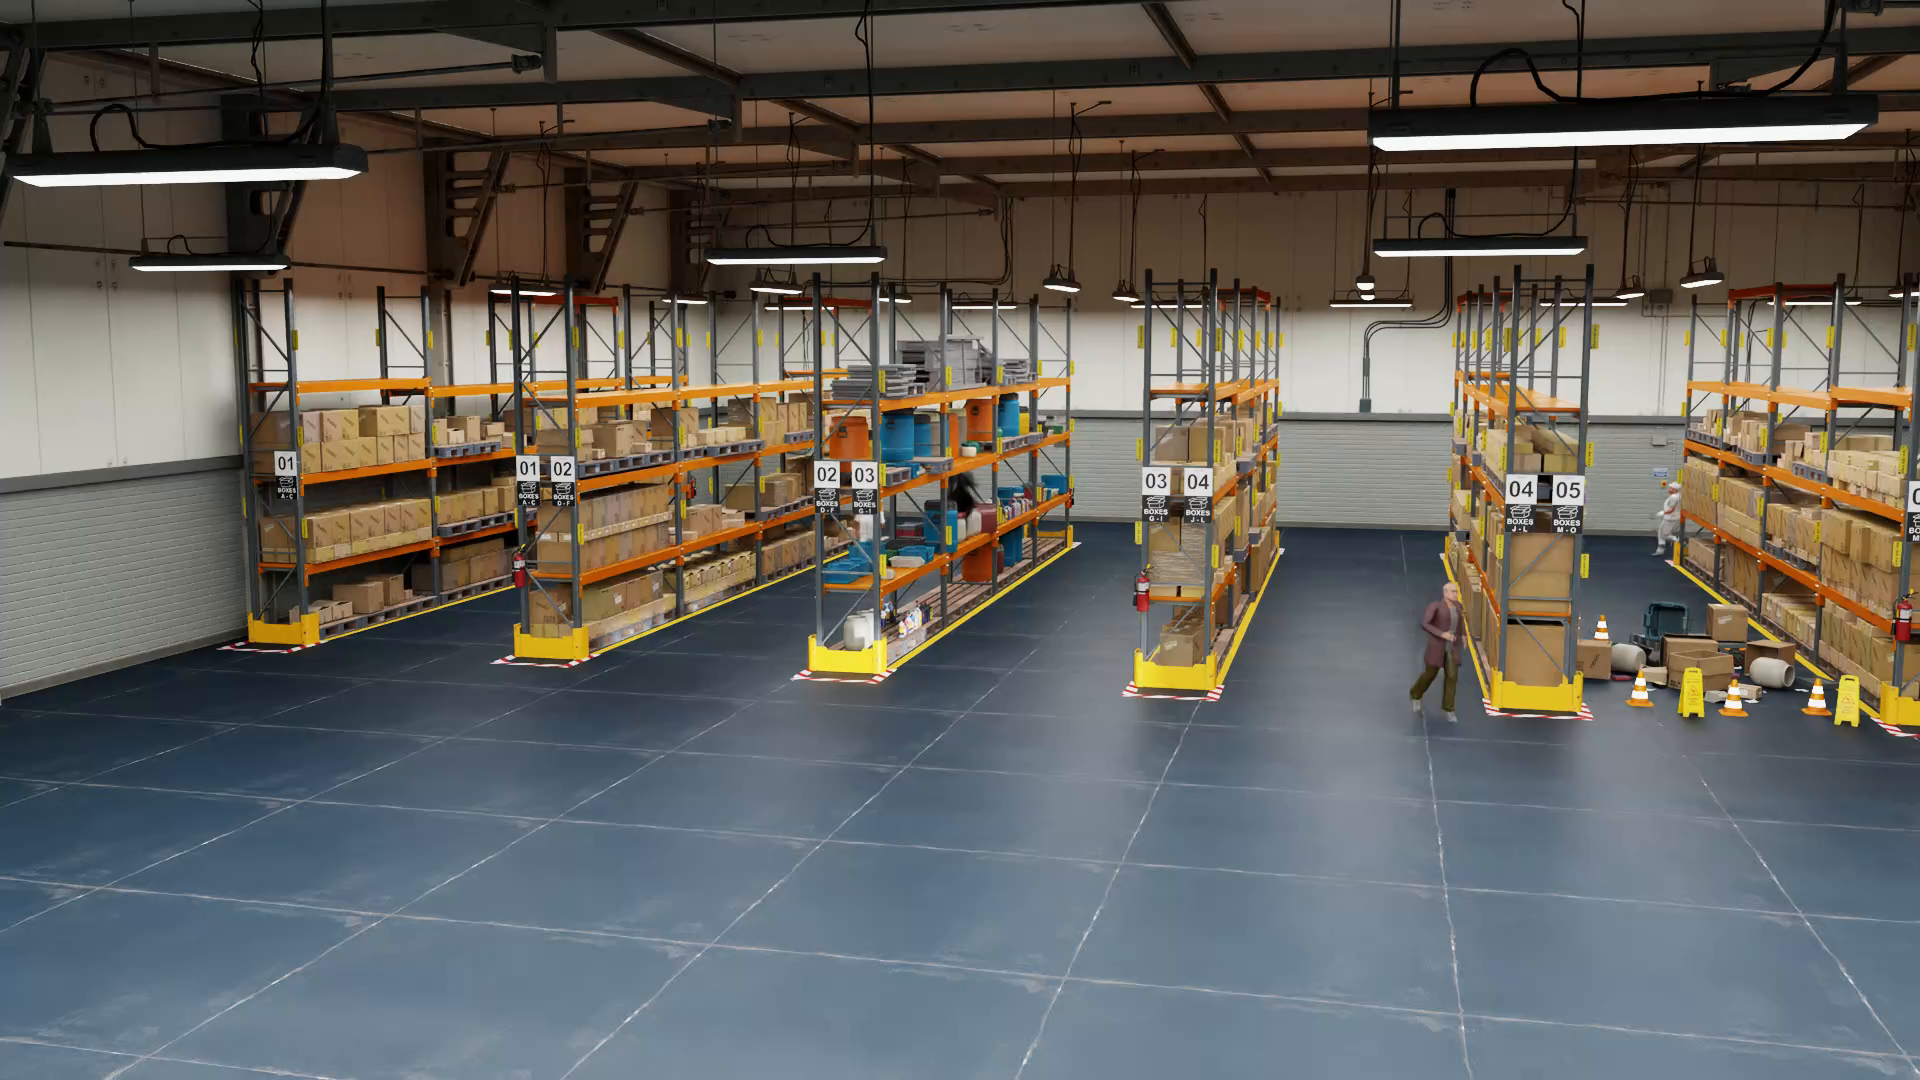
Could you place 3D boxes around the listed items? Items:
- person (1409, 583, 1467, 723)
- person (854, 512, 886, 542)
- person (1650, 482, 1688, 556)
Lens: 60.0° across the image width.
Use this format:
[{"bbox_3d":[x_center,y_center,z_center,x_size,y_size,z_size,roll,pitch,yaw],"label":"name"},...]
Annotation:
[{"bbox_3d":[6.465,1.475,22.202,0.756,1.830,0.906,-2,7,-18],"label":"person"},{"bbox_3d":[-1.905,-0.062,34.725,0.706,1.688,0.864,1,7,9],"label":"person"},{"bbox_3d":[16.410,-0.466,38.414,0.813,1.765,0.718,4,8,28],"label":"person"}]
